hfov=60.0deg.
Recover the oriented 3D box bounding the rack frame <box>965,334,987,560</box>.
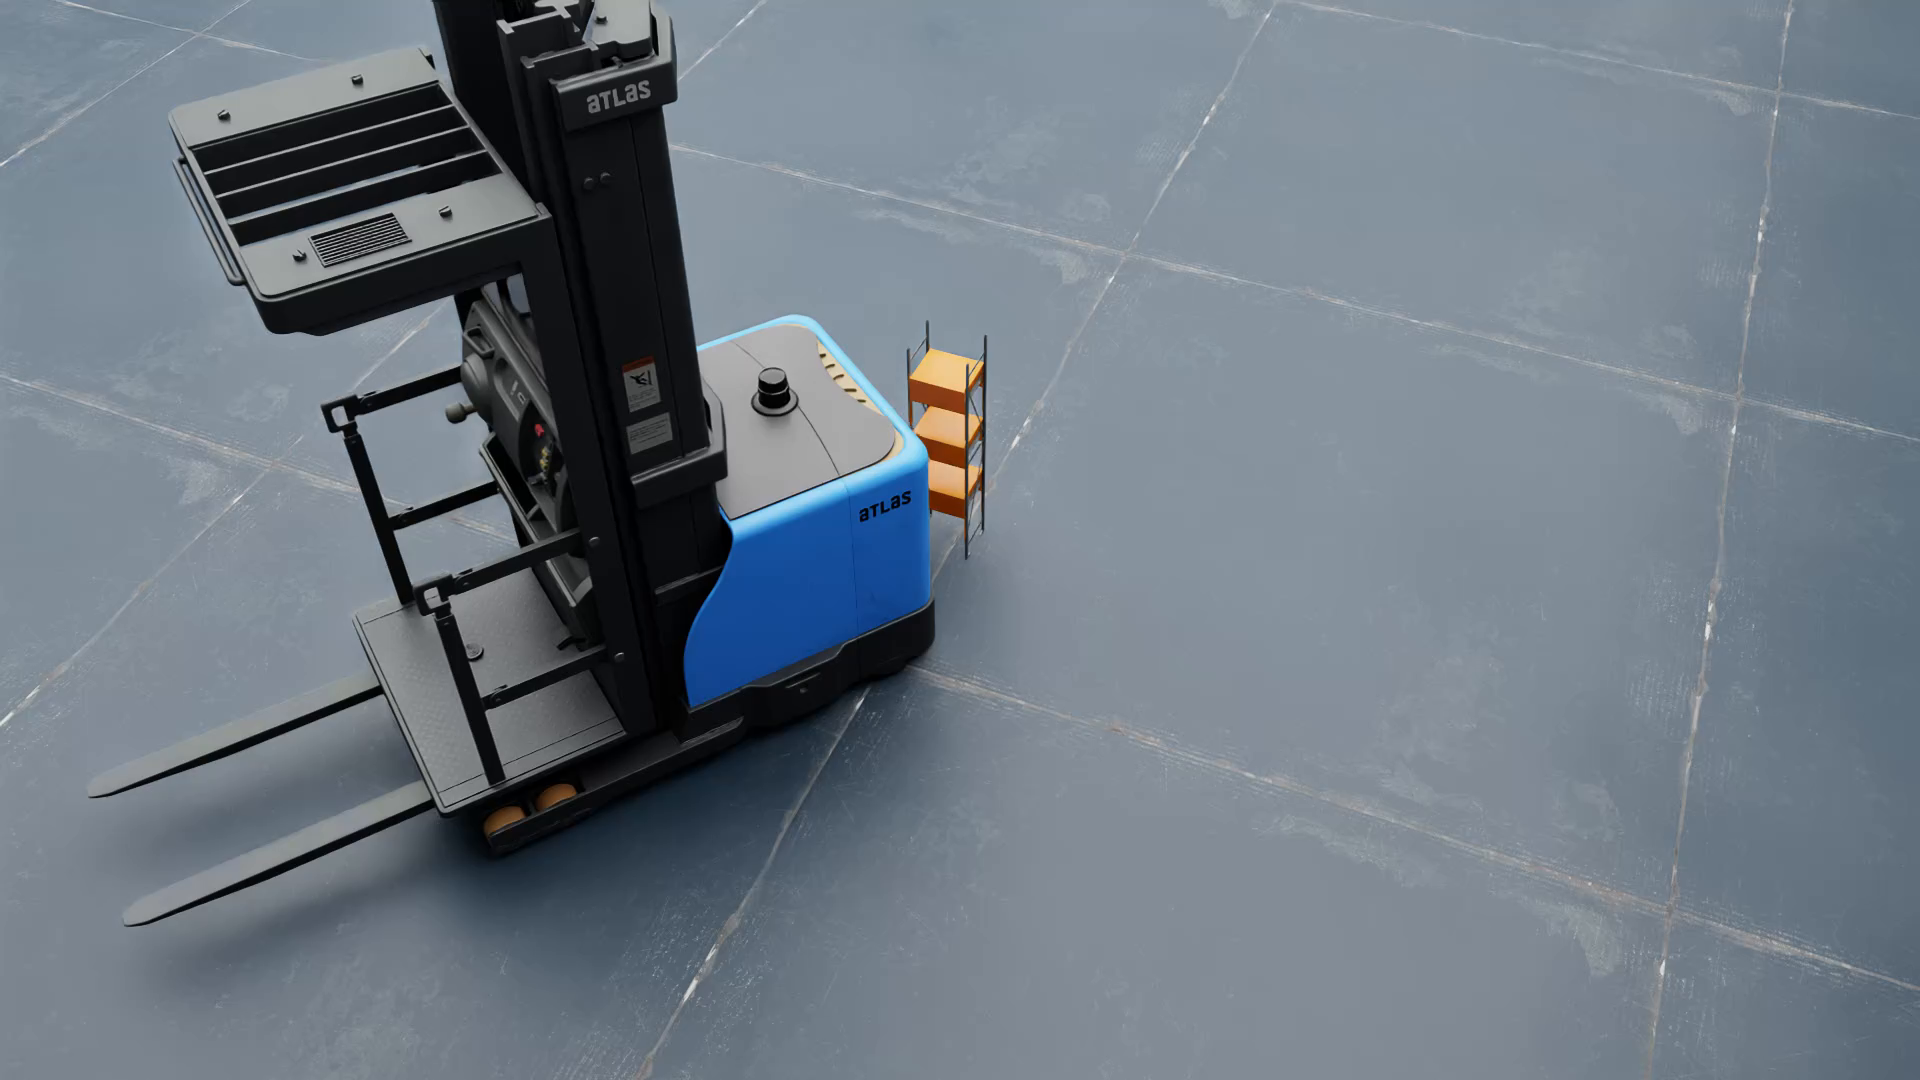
[{"bbox_3d":[0.063,-0.354,6.700,0.008,1.050,0.200,16,47,16],"label":"rack frame"}]

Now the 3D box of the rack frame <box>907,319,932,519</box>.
[{"bbox_3d":[-0.162,-0.420,6.767,0.008,1.050,0.200,16,47,16],"label":"rack frame"}]

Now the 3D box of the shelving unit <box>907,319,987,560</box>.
[{"bbox_3d":[-0.049,-0.387,6.733,0.252,1.050,0.215,16,47,16],"label":"shelving unit"}]

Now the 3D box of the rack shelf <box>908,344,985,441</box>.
[{"bbox_3d":[-0.049,-0.580,6.541,0.240,0.259,0.215,16,47,16],"label":"rack shelf"}]

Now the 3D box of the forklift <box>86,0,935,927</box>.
[{"bbox_3d":[-1.629,-0.353,5.365,3.031,2.935,1.130,-23,49,-21],"label":"forklift"}]

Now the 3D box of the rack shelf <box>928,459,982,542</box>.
[{"bbox_3d":[-0.049,-0.182,6.937,0.240,0.259,0.215,16,47,16],"label":"rack shelf"}]

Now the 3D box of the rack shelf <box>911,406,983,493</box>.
[{"bbox_3d":[-0.049,-0.379,6.741,0.240,0.259,0.215,16,47,16],"label":"rack shelf"}]
